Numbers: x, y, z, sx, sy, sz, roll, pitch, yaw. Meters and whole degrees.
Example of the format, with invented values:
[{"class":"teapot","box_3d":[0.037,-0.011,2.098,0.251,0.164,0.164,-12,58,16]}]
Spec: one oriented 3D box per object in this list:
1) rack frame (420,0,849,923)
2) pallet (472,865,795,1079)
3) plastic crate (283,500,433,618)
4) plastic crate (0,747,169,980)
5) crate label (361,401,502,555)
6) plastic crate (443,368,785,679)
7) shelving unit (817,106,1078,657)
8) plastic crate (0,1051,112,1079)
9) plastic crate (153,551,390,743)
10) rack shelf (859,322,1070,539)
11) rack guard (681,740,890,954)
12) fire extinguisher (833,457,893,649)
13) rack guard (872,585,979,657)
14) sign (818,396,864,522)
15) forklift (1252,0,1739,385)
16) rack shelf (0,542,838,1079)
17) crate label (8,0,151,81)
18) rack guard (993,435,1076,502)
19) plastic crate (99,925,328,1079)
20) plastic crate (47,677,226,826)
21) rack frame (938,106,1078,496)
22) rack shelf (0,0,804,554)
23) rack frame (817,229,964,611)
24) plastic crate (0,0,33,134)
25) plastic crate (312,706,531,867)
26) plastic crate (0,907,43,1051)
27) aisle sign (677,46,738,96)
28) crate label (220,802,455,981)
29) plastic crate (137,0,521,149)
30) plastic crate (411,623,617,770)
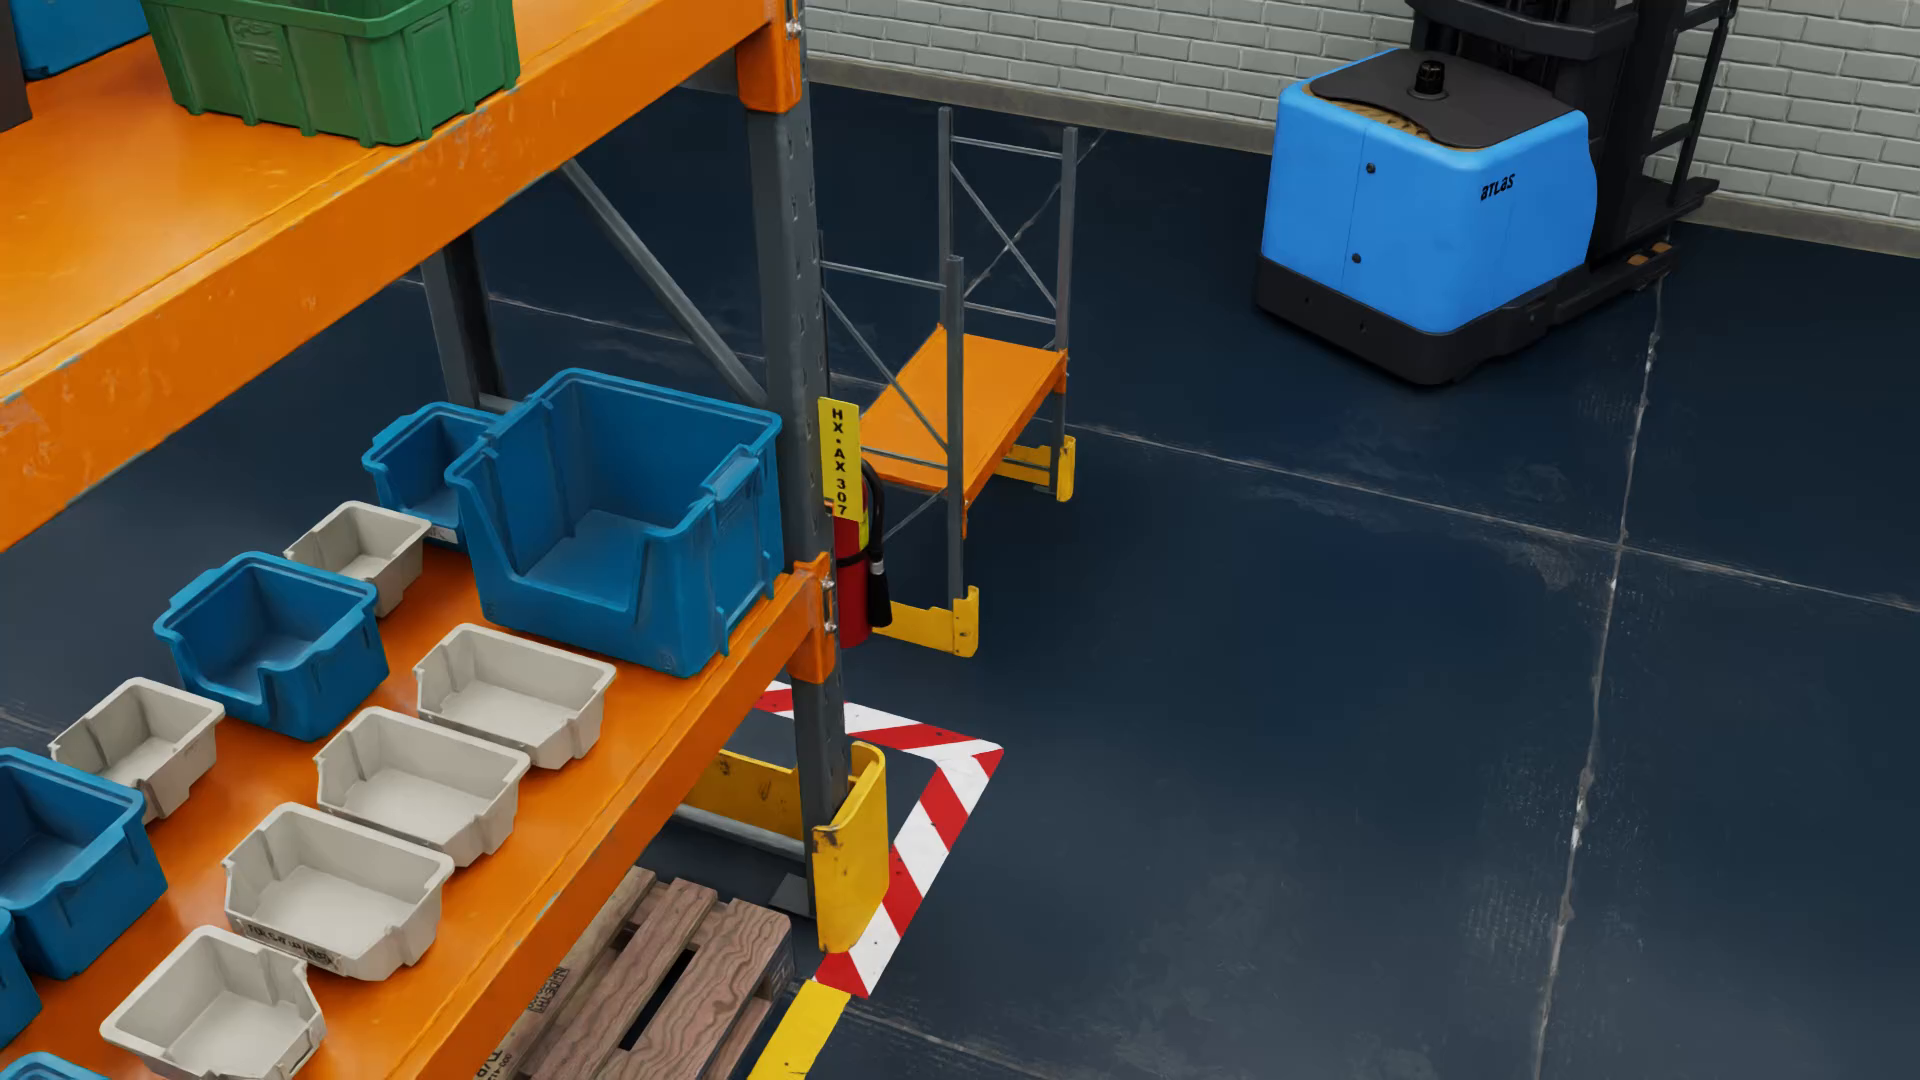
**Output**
[{"class":"rack frame","box_3d":[-0.790,-0.235,4.058,1.000,3.000,0.127,14,39,18]},{"class":"pallet","box_3d":[-1.140,1.330,4.294,1.003,0.211,1.213,14,39,18]},{"class":"plastic crate","box_3d":[-1.387,0.067,3.825,0.250,0.136,0.298,14,39,18]},{"class":"plastic crate","box_3d":[-1.690,0.599,3.033,0.416,0.233,0.300,14,39,18]},{"class":"crate label","box_3d":[-1.189,-0.130,4.008,0.416,0.233,0.303,14,39,18]},{"class":"plastic crate","box_3d":[-0.745,-0.045,3.725,0.616,0.435,0.499,14,39,18]},{"class":"shelving unit","box_3d":[-0.029,-0.559,5.745,0.587,1.500,1.083,14,39,18]},{"class":"plastic crate","box_3d":[-1.335,1.004,2.491,0.416,0.233,0.300,14,39,18]},{"class":"plastic crate","box_3d":[-1.439,0.235,3.520,0.416,0.233,0.300,14,39,18]},{"class":"rack shelf","box_3d":[-0.032,-0.409,5.845,0.538,0.185,1.000,14,39,18]},{"class":"rack guard","box_3d":[-0.793,0.750,4.829,1.175,0.500,0.348,14,39,18]},{"class":"fire extinguisher","box_3d":[-0.313,-0.034,4.166,0.296,0.674,0.183,14,39,18]},{"class":"rack guard","box_3d":[-0.218,0.218,5.750,0.587,0.250,0.087,14,39,18]},{"class":"sign","box_3d":[-0.275,-0.184,3.854,0.100,0.325,0.005,14,39,18]},{"class":"forklift","box_3d":[2.792,-2.564,7.232,3.031,2.935,1.130,-26,44,-31]},{"class":"rack shelf","box_3d":[-1.551,1.161,2.792,1.077,0.370,4.000,14,39,18]},{"class":"crate label","box_3d":[-1.440,-0.939,2.620,0.408,0.251,0.502,14,39,18]},{"class":"rack guard","box_3d":[0.160,-0.334,6.488,0.587,0.250,0.087,14,39,18]},{"class":"plastic crate","box_3d":[-1.236,0.825,2.811,0.298,0.136,0.250,14,39,18]},{"class":"plastic crate","box_3d":[-1.645,0.443,3.322,0.250,0.136,0.298,14,39,18]},{"class":"rack frame","box_3d":[0.161,-0.835,6.114,0.500,1.500,0.032,14,39,18]},{"class":"rack shelf","box_3d":[-1.551,-0.041,1.894,1.077,0.370,4.000,14,39,18]},{"class":"rack frame","box_3d":[-0.226,-0.272,5.361,0.500,1.500,0.032,14,39,18]},{"class":"plastic crate","box_3d":[-1.626,-0.628,2.131,0.504,0.338,0.767,14,39,18]},{"class":"plastic crate","box_3d":[-1.057,0.497,3.250,0.396,0.136,0.243,14,39,18]},{"class":"plastic crate","box_3d":[-1.804,0.765,2.810,0.416,0.233,0.300,14,39,18]},{"class":"aisle sign","box_3d":[-0.492,-1.249,3.244,0.394,0.787,0.004,14,39,18]},{"class":"crate label","box_3d":[-1.140,0.657,3.036,0.396,0.136,0.243,14,39,18]},{"class":"plastic crate","box_3d":[-0.901,-0.740,2.406,0.450,0.188,0.336,14,39,18]},{"class":"plastic crate","box_3d":[-0.933,0.340,3.460,0.396,0.136,0.243,14,39,18]}]
